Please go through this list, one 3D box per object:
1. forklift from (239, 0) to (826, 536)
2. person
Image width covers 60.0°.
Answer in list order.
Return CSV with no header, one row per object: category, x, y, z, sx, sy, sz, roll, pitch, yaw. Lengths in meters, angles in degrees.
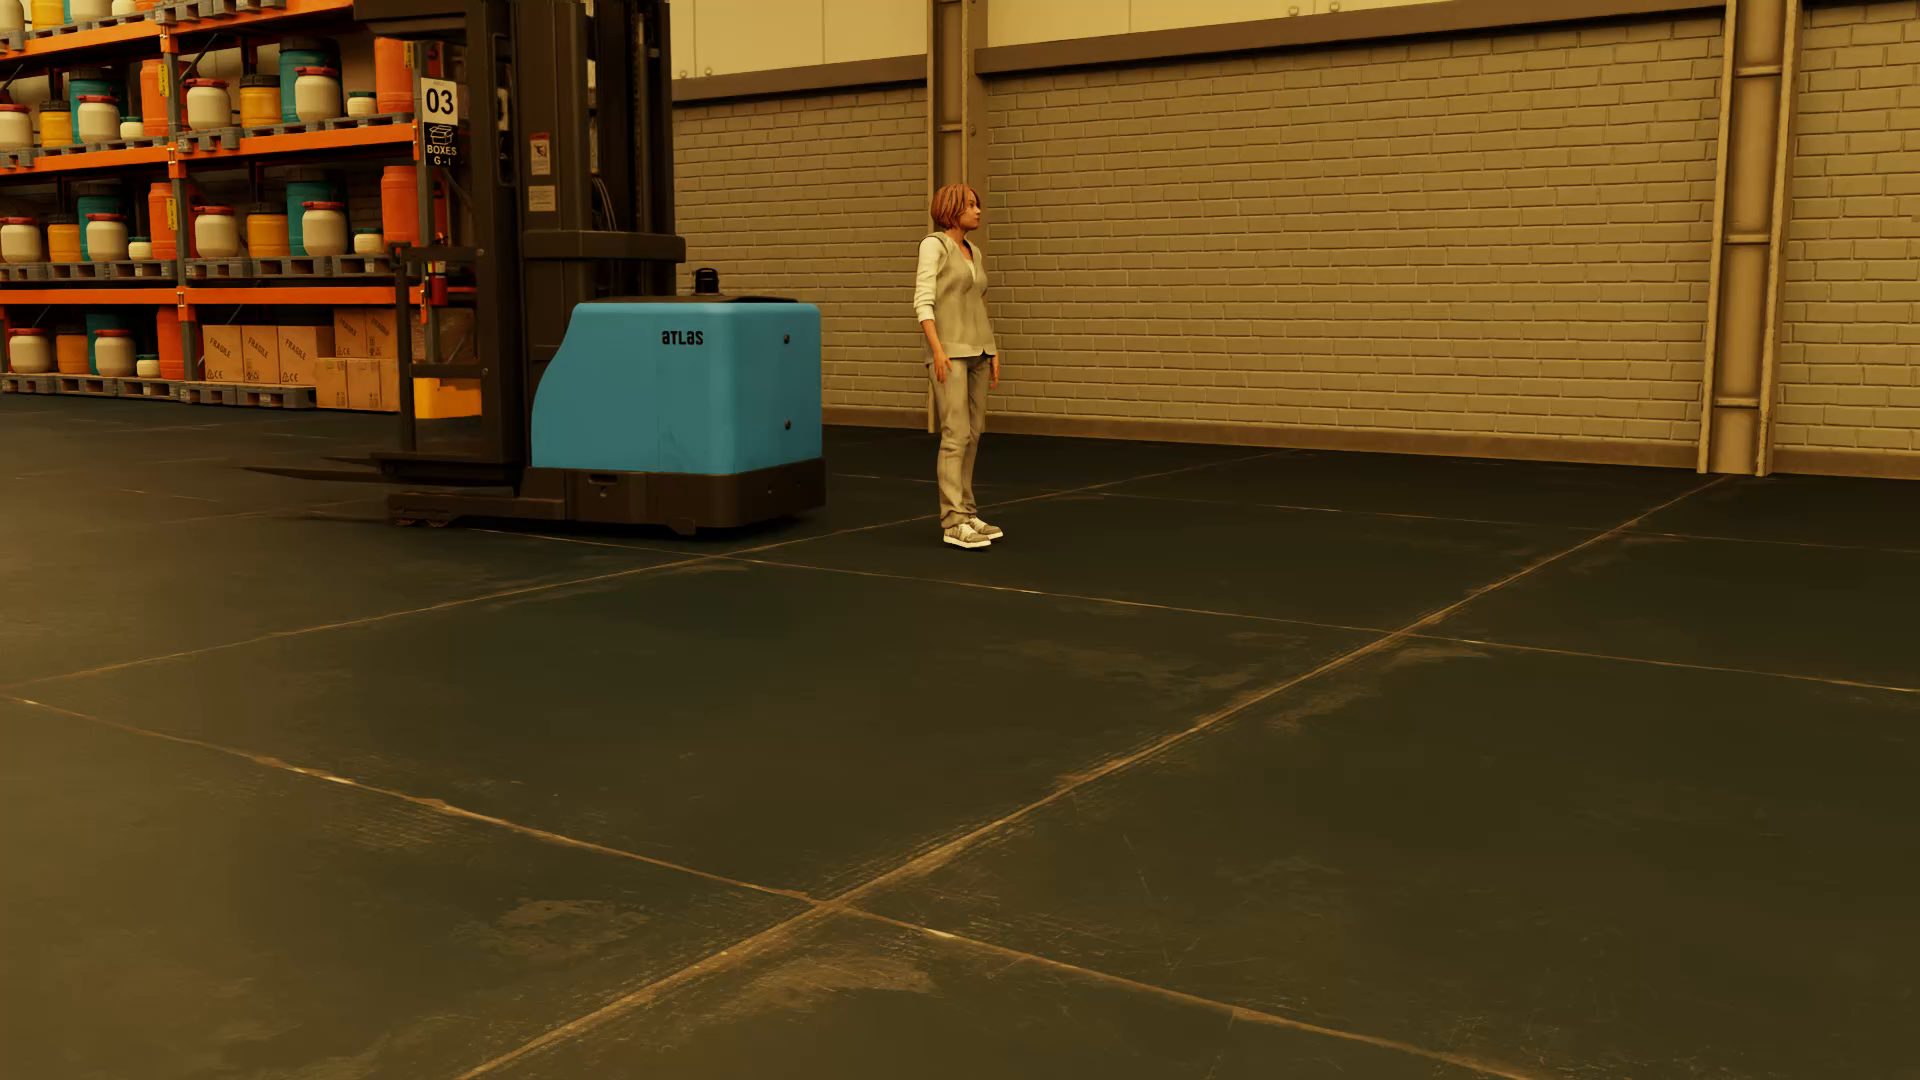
forklift,-2.243,-1.576,8.273,3.031,2.935,1.130,3,9,21
person,0.053,-0.791,7.438,0.475,1.597,0.520,5,10,34
